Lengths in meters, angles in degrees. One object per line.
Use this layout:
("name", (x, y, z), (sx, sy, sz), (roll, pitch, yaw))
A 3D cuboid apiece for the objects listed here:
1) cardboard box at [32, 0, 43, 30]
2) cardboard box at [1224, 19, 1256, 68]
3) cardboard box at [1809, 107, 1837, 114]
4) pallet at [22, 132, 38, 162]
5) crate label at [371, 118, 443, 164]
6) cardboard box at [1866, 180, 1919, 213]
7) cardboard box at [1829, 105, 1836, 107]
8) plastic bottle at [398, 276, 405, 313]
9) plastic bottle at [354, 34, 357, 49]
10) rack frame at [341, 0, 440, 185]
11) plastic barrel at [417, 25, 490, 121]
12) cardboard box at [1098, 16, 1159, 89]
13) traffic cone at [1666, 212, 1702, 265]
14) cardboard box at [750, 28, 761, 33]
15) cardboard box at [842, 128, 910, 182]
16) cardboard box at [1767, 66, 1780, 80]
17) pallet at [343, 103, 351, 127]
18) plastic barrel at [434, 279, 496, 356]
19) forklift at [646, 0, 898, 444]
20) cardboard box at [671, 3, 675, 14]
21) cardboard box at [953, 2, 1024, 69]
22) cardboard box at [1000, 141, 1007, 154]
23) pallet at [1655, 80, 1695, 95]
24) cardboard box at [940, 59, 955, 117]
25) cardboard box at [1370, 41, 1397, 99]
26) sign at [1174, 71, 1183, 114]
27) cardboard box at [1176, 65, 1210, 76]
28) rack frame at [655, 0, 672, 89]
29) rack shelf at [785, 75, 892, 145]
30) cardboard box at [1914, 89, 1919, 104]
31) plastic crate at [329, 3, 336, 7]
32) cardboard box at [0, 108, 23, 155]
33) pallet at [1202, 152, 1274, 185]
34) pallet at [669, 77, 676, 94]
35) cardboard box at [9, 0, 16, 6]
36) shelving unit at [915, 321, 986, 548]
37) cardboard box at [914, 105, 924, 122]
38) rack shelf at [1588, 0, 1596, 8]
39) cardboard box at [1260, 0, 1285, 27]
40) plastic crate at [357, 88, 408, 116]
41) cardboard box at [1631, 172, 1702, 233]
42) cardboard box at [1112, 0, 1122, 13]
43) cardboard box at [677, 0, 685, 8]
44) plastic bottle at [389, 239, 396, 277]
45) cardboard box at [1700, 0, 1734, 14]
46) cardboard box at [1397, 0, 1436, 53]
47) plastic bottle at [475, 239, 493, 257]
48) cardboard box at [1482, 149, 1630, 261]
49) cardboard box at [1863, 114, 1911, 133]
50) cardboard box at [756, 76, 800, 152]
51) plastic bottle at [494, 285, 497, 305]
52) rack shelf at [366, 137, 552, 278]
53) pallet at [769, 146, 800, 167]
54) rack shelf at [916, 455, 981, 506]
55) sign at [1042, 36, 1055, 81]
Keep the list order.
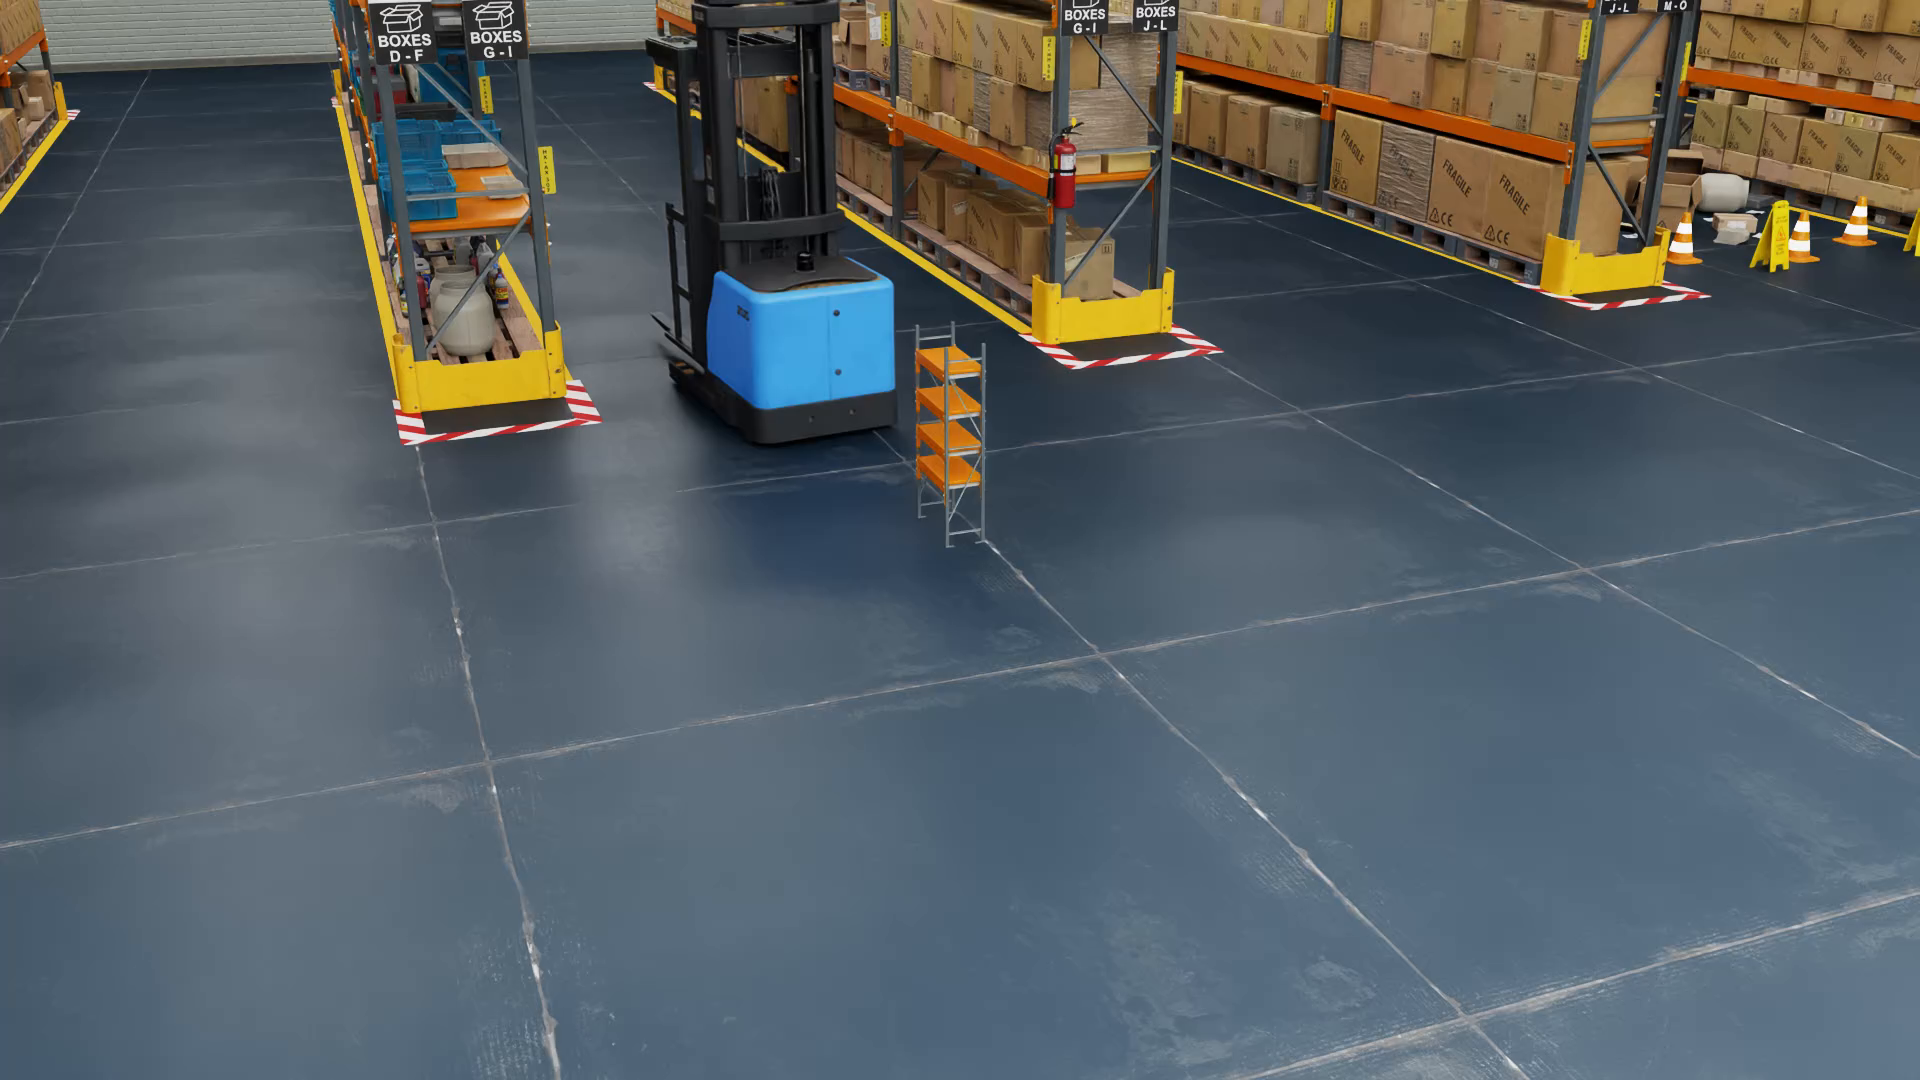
("cardboard box", (-13.300, -7.457, 23.451), (0.500, 0.500, 0.500), (-8, 24, -17))
("cardboard box", (3.498, -5.928, 19.824), (0.500, 0.500, 0.500), (-9, 24, -20))
("cardboard box", (9.889, -4.618, 18.878), (0.500, 0.500, 0.500), (-7, 24, -16))
("pallet", (-12.542, -5.047, 21.454), (1.003, 0.211, 1.213), (-8, 24, -19))
("crate label", (-4.329, -3.049, 13.076), (0.502, 0.435, 0.616), (-8, 24, -19))
("cardboard box", (9.933, -3.632, 17.505), (0.500, 0.250, 0.500), (-8, 24, -19))
("cardboard box", (12.979, -6.419, 23.635), (0.875, 0.625, 0.625), (-9, 25, -21))
("plastic bottle", (-4.543, -1.999, 13.562), (0.061, 0.283, 0.133), (-8, 24, -18))
("plastic bottle", (-7.215, -5.852, 19.836), (0.144, 0.351, 0.185), (-8, 24, -19))
("rack frame", (-6.252, -5.308, 18.481), (1.000, 3.000, 0.127), (-8, 24, -19))
("plastic barrel", (-4.692, -4.267, 15.367), (0.600, 0.901, 0.708), (-8, 24, -19))
("cardboard box", (1.269, -3.962, 13.488), (0.500, 0.500, 0.500), (-8, 24, -19))
("traffic cone", (7.025, -2.943, 16.137), (0.336, 0.463, 0.334), (-8, 24, -19))
("cardboard box", (-2.381, -6.549, 21.297), (0.500, 0.500, 0.500), (-9, 25, -21))
("cardboard box", (-0.948, -4.393, 18.962), (0.700, 0.500, 0.500), (-6, 24, -15))
("cardboard box", (9.316, -5.255, 18.680), (0.380, 0.149, 0.250), (-8, 24, -19))
("pallet", (-8.396, -6.182, 24.146), (1.003, 0.211, 1.213), (-8, 24, -19))
("plastic barrel", (-3.730, -1.677, 12.528), (0.421, 0.512, 0.421), (0, 23, 0))
("forklift", (-1.539, -2.527, 11.972), (1.130, 2.935, 3.031), (-11, 25, -24))
("cardboard box", (-4.263, -8.231, 25.740), (0.380, 0.149, 0.250), (-9, 24, -20))
("cardboard box", (0.257, -4.436, 14.614), (0.500, 0.500, 0.500), (-8, 24, -19))
("cardboard box", (0.567, -3.404, 14.288), (0.380, 0.149, 0.250), (-8, 24, -19))
("pallet", (11.640, -7.463, 27.186), (1.003, 0.211, 1.213), (-8, 24, -19))
("cardboard box", (0.311, -4.191, 15.319), (0.875, 0.500, 0.500), (-8, 24, -19))
("cardboard box", (4.828, -4.918, 17.362), (0.875, 0.550, 0.550), (-8, 24, -19))
("sign", (1.716, -3.554, 13.205), (0.100, 0.325, 0.005), (-8, 24, -19))
("cardboard box", (3.041, -6.302, 22.552), (0.500, 0.250, 0.500), (-9, 25, -21))
("rack frame", (-4.444, -8.894, 26.990), (1.000, 3.000, 0.127), (-8, 24, -19))
("rack shelf", (-0.912, -4.929, 18.509), (1.077, 0.370, 4.000), (-8, 24, -19))
("cardboard box", (9.954, -4.508, 16.906), (0.380, 0.149, 0.250), (-9, 24, -20))
("plastic crate", (-9.066, -7.791, 24.511), (0.416, 0.233, 0.300), (-8, 24, -19))
("cardboard box", (-11.858, -4.994, 20.388), (0.500, 0.500, 0.500), (-8, 24, -19))
("pallet", (3.693, -4.607, 20.408), (1.003, 0.211, 1.213), (-8, 24, -19))
("pallet", (-4.089, -7.329, 26.868), (1.003, 0.211, 1.213), (-8, 24, -19))
("cardboard box", (-12.567, -7.174, 21.492), (0.500, 0.500, 0.500), (-9, 25, -21))
("shelving unit", (-0.058, -0.613, 9.660), (0.258, 1.200, 0.503), (-8, 24, -19))
("cardboard box", (-0.220, -4.119, 15.984), (0.380, 0.149, 0.250), (-8, 24, -19))
("rack shelf", (5.177, -5.502, 16.005), (1.077, 0.370, 4.000), (-8, 24, -19))
("cardboard box", (3.928, -6.234, 19.263), (0.700, 0.500, 0.500), (-8, 24, -19))
("plastic crate", (-5.718, -4.351, 16.483), (0.450, 0.188, 0.662), (-8, 24, -19))
("cardboard box", (7.490, -3.581, 17.598), (0.637, 0.503, 0.797), (12, 26, 27))
("cardboard box", (2.266, -7.155, 22.263), (0.380, 0.149, 0.250), (-8, 24, -18))
("cardboard box", (-3.974, -8.191, 25.131), (0.500, 0.250, 0.500), (-9, 24, -20))
("plastic bottle", (-4.942, -2.486, 14.631), (0.144, 0.351, 0.185), (-8, 24, -18))
("cardboard box", (9.019, -6.348, 19.150), (0.700, 0.500, 0.500), (-9, 24, -20))
("cardboard box", (4.934, -5.207, 16.658), (0.875, 0.550, 0.550), (-8, 24, -19))
("plastic bottle", (-4.160, -2.455, 14.556), (0.144, 0.351, 0.185), (-8, 24, -19))
("cardboard box", (5.583, -3.176, 15.618), (0.875, 0.875, 0.875), (-8, 24, -19))
("cardboard box", (9.760, -4.391, 17.504), (0.380, 0.149, 0.250), (-8, 24, -17))
("cardboard box", (-1.842, -5.455, 21.026), (1.225, 0.875, 0.875), (-10, 25, -21))
("plastic bottle", (-3.811, -2.053, 13.796), (0.097, 0.201, 0.097), (0, 23, 0))
("rack shelf", (-4.132, -2.796, 13.448), (1.077, 0.370, 4.000), (-8, 24, -19))
("pallet", (-1.826, -4.999, 21.339), (1.003, 0.211, 1.213), (-8, 24, -19))
("rack shelf", (-0.058, -0.368, 9.763), (0.258, 0.148, 0.480), (-8, 24, -19))
("sign", (0.682, -3.691, 12.747), (0.100, 0.325, 0.005), (-8, 24, -19))
